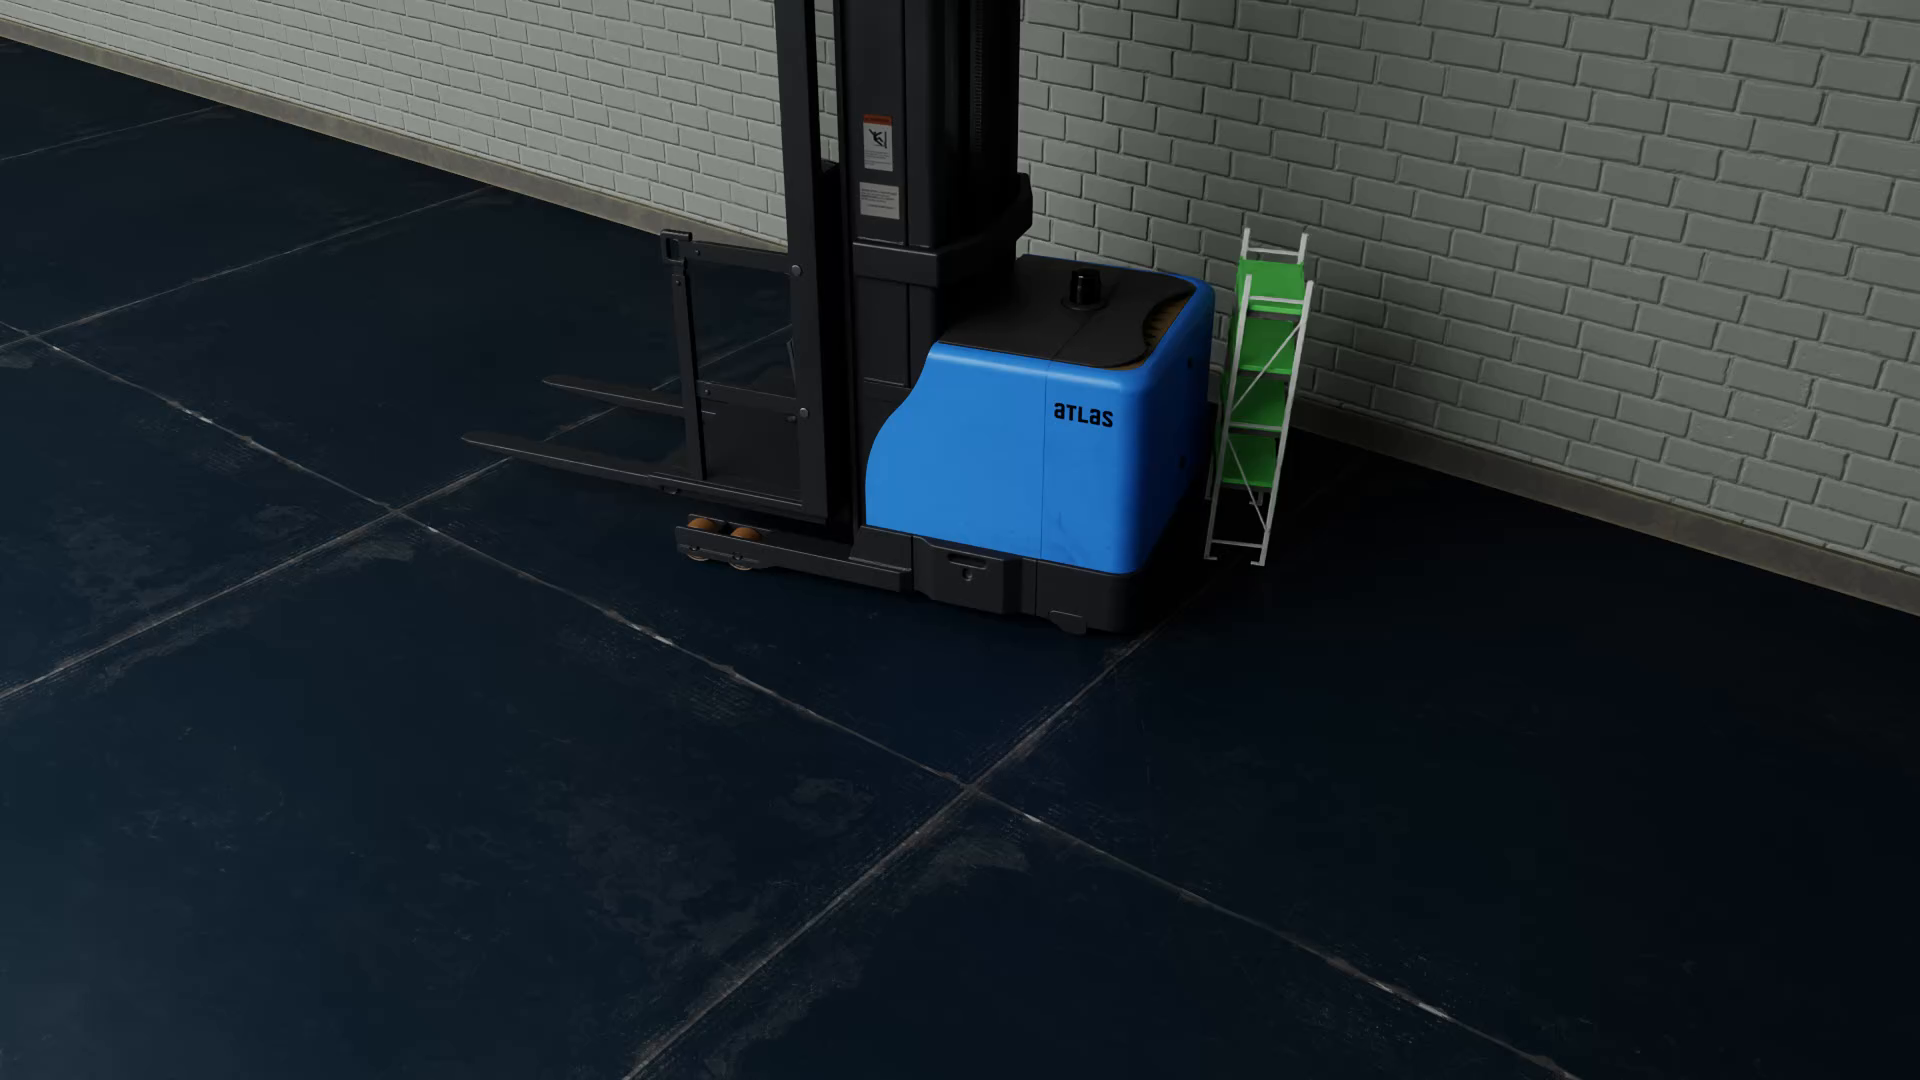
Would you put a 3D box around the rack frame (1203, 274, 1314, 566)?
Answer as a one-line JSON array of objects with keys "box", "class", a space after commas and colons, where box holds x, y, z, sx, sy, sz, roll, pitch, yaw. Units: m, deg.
[{"box": [1.117, -0.428, 6.282, 0.240, 1.200, 0.015, 7, 31, 5], "class": "rack frame"}]

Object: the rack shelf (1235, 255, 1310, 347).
[{"box": [1.172, -0.907, 6.275, 0.258, 0.148, 0.480, 7, 31, 5], "class": "rack shelf"}]

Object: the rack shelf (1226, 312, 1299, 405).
[{"box": [1.159, -0.702, 6.399, 0.258, 0.148, 0.480, 7, 31, 5], "class": "rack shelf"}]

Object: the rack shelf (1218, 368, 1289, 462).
[{"box": [1.147, -0.496, 6.523, 0.258, 0.148, 0.480, 7, 31, 5], "class": "rack shelf"}]

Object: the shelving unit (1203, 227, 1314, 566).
[{"box": [1.150, -0.551, 6.490, 0.258, 1.200, 0.503, 7, 31, 5], "class": "shelving unit"}]

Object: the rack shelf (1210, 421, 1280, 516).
[{"box": [1.134, -0.291, 6.646, 0.258, 0.148, 0.480, 7, 31, 5], "class": "rack shelf"}]

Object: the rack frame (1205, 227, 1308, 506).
[{"box": [1.183, -0.674, 6.698, 0.240, 1.200, 0.015, 7, 31, 5], "class": "rack frame"}]

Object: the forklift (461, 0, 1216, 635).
[{"box": [-0.586, -1.378, 6.201, 3.031, 2.935, 1.130, 11, 32, 18], "class": "forklift"}]
